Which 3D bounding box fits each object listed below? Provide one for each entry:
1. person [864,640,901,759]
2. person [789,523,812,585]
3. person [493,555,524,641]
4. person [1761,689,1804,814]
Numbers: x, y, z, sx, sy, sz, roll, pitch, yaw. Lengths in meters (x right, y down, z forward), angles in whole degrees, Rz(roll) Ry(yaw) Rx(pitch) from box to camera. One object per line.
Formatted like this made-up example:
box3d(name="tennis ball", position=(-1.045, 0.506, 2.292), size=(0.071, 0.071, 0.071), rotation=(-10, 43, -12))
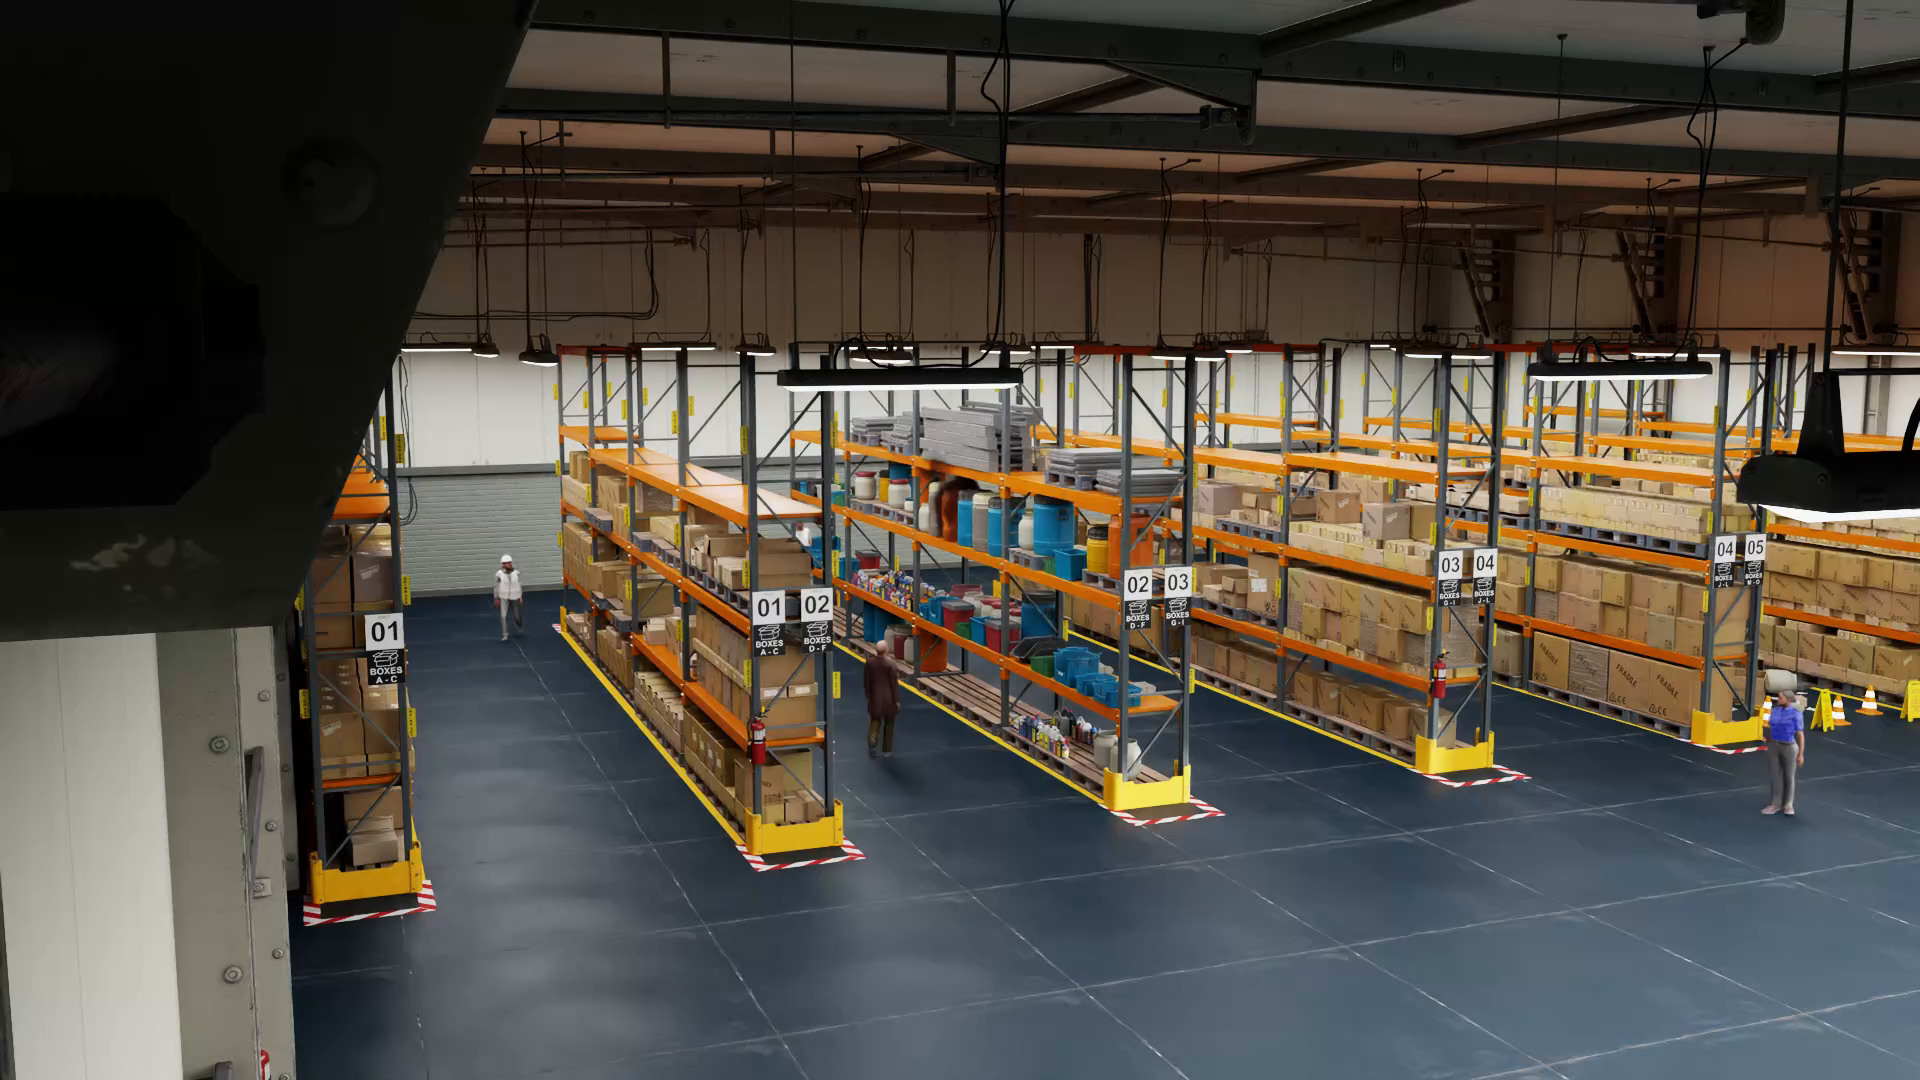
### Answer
box3d(name="person", position=(-1.154, 2.346, 24.448), size=(0.581, 1.760, 0.779), rotation=(2, 7, 13))
box3d(name="person", position=(-3.867, 0.316, 40.295), size=(0.538, 1.782, 0.512), rotation=(3, 8, 24))
box3d(name="person", position=(-9.215, 1.166, 33.919), size=(0.570, 1.740, 0.914), rotation=(-1, 7, -8))
box3d(name="person", position=(10.776, 2.768, 21.712), size=(0.511, 1.683, 0.380), rotation=(7, 10, 44))
